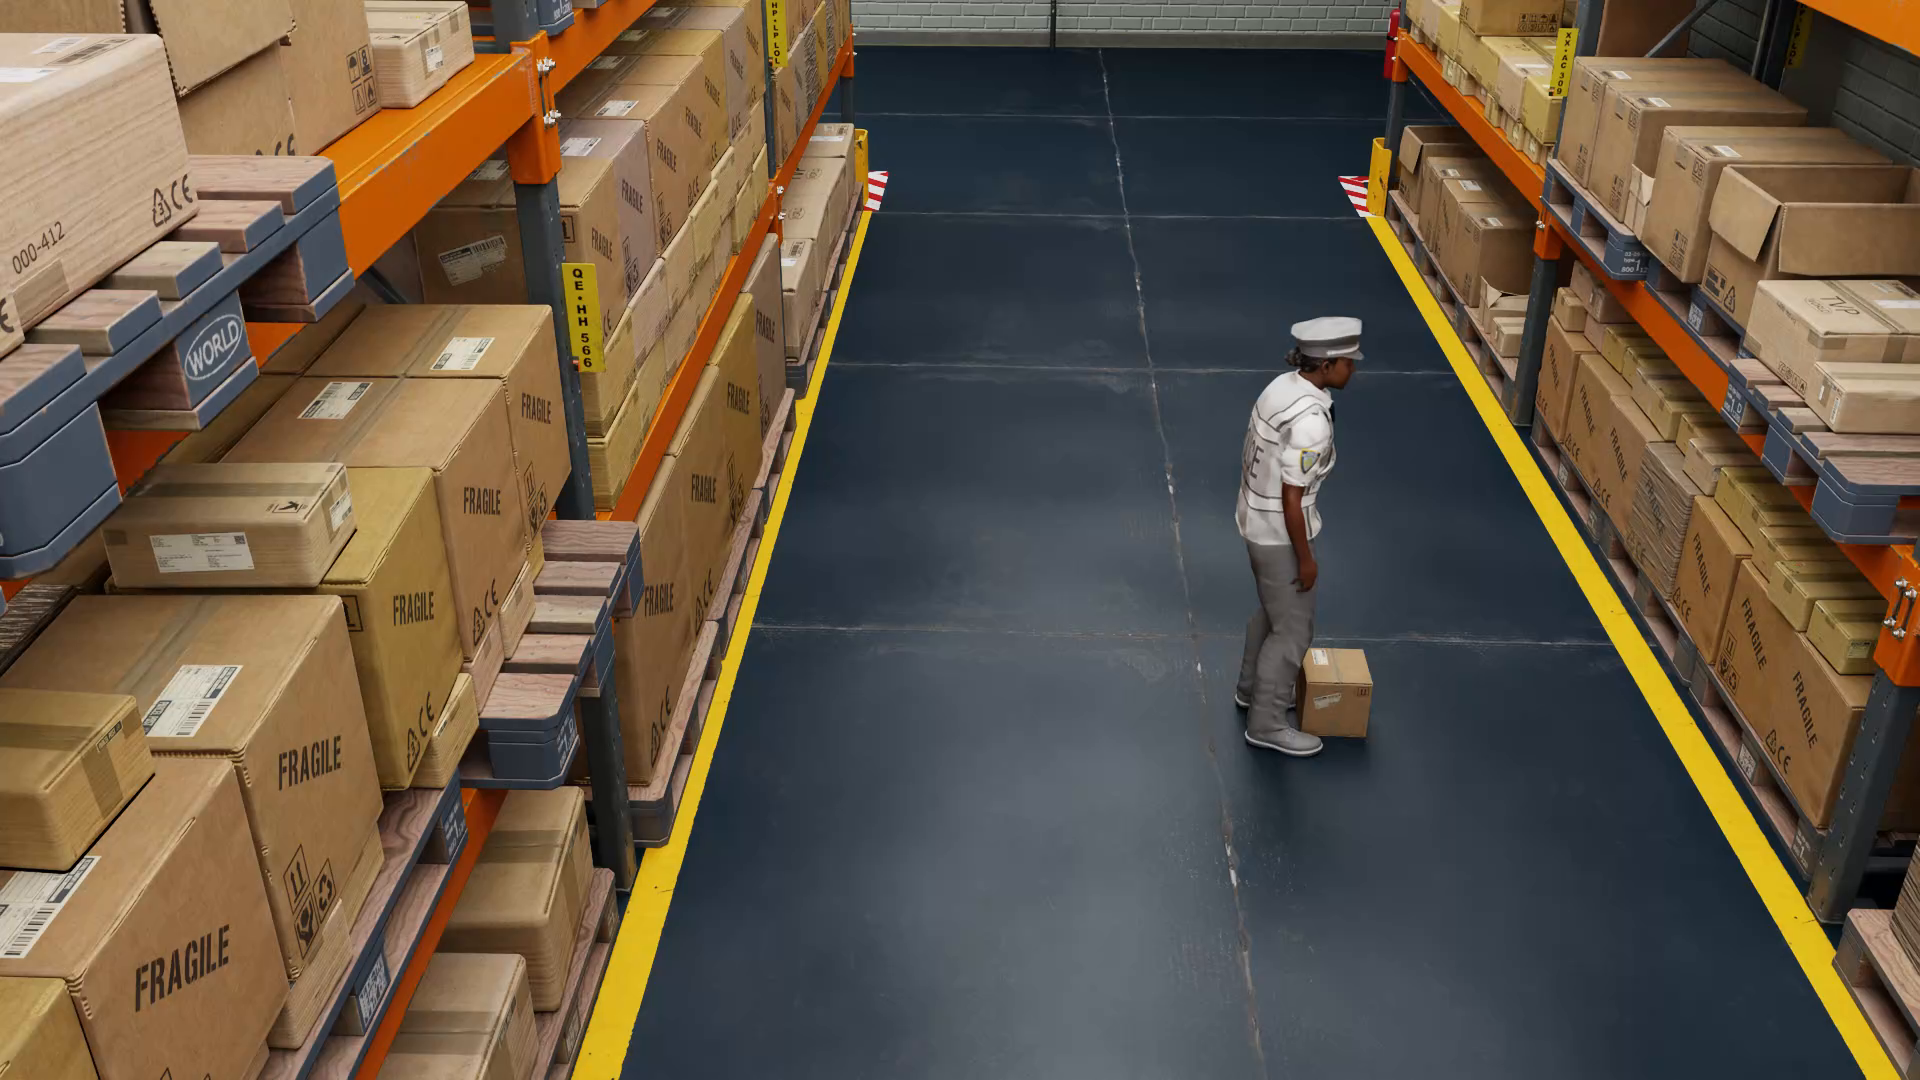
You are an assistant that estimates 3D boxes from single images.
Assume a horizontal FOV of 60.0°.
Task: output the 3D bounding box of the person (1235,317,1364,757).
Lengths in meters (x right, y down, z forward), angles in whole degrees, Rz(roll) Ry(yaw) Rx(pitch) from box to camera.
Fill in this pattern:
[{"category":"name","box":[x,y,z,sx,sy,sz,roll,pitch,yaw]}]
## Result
[{"category":"person","box":[1.223,-0.023,6.164,0.393,1.660,0.507,1,28,2]}]
